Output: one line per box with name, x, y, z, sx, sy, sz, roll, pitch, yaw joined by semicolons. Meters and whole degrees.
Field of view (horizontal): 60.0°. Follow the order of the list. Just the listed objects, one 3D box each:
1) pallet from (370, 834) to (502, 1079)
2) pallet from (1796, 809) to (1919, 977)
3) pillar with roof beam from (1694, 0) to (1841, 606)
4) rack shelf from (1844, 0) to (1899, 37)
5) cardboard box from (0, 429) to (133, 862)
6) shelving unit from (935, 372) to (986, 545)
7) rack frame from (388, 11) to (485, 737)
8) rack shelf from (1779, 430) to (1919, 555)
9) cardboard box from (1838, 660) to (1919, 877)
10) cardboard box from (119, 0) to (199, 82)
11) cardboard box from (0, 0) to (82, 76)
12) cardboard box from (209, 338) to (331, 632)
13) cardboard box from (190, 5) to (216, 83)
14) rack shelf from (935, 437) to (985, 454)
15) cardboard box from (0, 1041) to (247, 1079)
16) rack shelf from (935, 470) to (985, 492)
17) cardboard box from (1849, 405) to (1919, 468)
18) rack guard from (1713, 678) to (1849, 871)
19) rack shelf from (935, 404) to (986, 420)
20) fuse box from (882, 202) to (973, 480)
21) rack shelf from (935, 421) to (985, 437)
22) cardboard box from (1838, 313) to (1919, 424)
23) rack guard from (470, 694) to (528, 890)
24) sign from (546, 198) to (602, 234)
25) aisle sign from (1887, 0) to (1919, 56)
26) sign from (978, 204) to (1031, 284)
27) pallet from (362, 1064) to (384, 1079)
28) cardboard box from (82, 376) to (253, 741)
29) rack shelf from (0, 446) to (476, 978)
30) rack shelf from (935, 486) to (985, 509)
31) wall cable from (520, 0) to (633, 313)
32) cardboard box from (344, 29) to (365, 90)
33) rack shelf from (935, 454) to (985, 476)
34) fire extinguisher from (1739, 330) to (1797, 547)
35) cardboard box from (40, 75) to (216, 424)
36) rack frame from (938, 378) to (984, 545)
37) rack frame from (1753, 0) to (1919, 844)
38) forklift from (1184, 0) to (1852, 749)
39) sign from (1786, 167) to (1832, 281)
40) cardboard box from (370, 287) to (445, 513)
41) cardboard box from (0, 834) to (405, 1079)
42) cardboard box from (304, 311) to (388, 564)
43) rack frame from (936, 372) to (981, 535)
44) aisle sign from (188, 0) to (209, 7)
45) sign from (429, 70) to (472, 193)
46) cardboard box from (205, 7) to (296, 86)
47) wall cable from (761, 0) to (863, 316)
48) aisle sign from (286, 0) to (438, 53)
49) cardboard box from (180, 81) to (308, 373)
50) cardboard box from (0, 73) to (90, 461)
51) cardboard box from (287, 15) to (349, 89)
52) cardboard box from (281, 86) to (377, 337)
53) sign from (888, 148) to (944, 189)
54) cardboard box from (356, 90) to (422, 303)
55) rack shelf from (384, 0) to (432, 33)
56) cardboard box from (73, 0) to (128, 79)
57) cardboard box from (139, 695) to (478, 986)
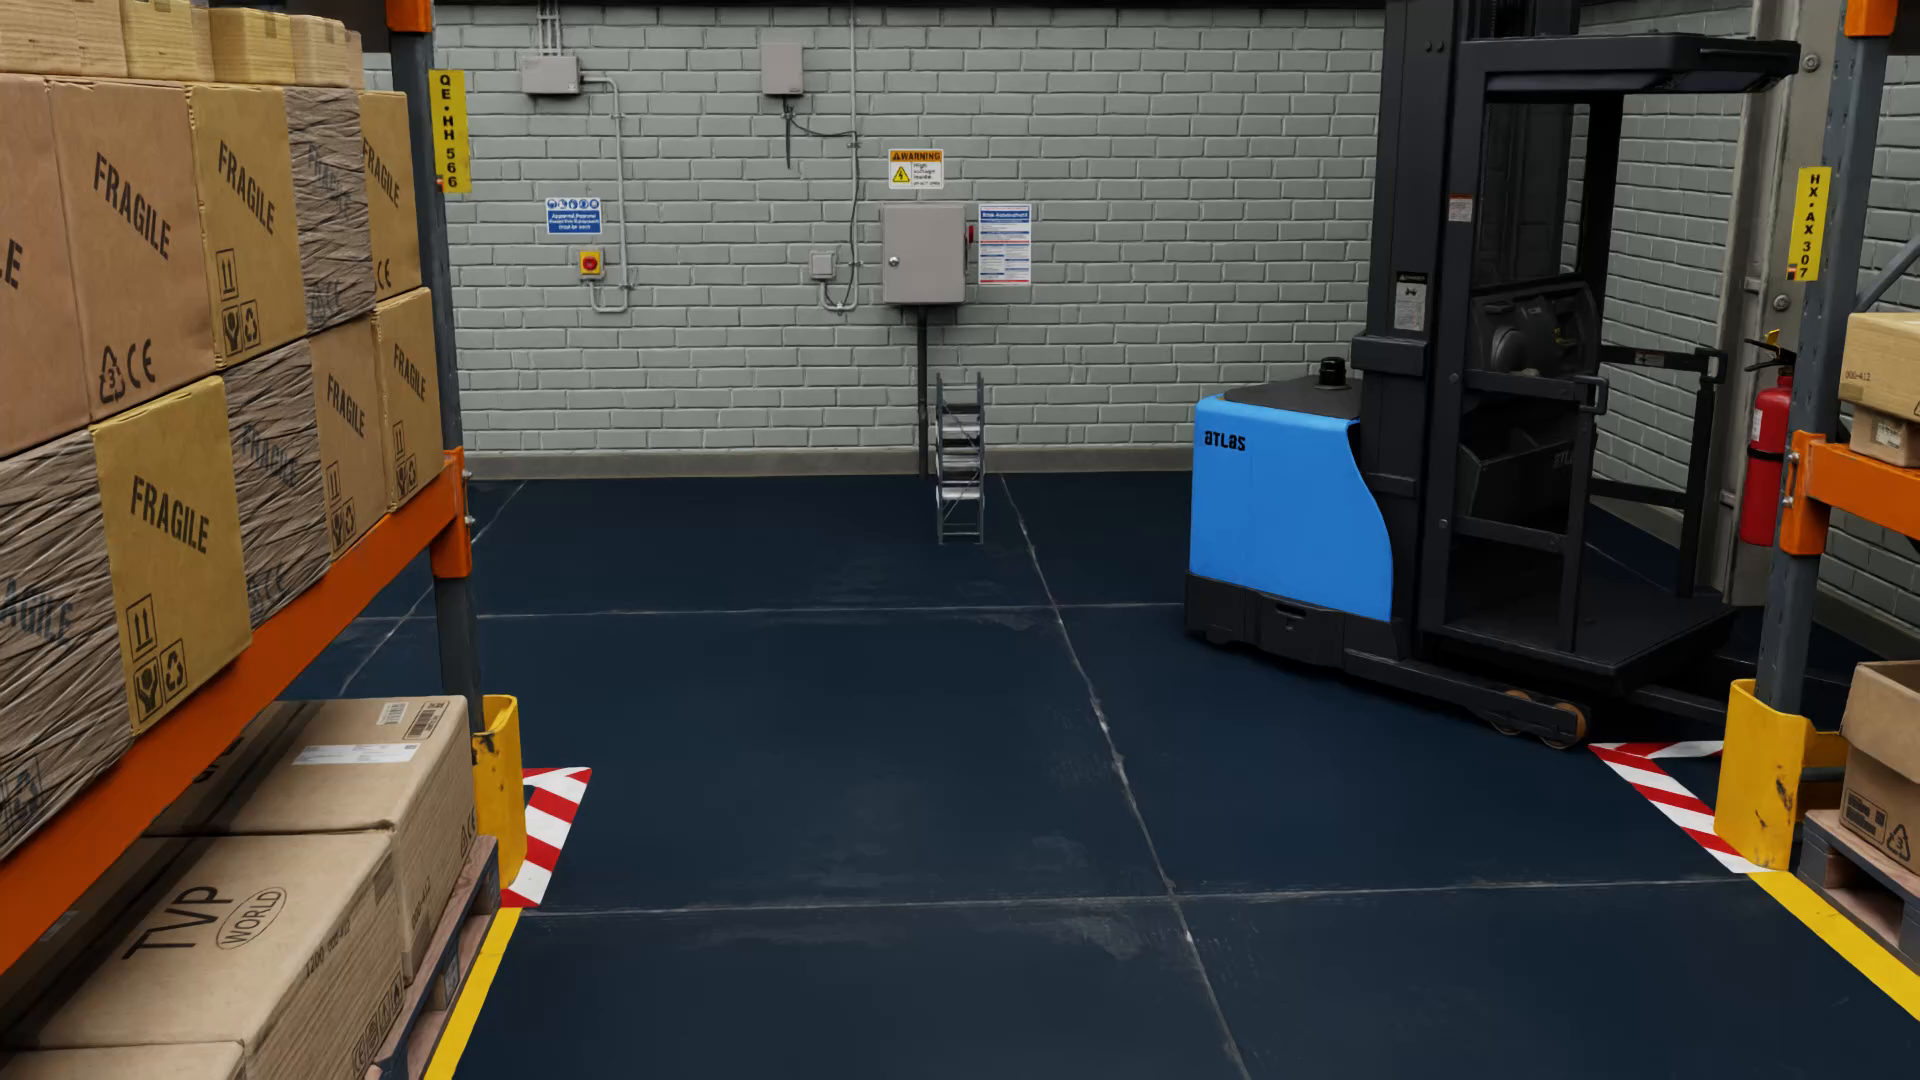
pallet;-1.807;1.116;4.267;1.003;0.211;1.213;-1;14;-3
pallet;3.074;1.058;4.492;1.003;0.211;1.213;-1;14;-3
pillar with roof beam;-0.545;-4.033;6.643;9.100;9.000;0.400;-1;14;-3
rack shelf;3.143;-1.117;2.771;1.077;0.370;4.000;-1;14;-3
cardboard box;-1.506;0.144;2.245;0.500;0.500;0.500;-1;14;-3
shelving unit;-0.001;-0.438;8.922;0.258;0.900;0.210;-1;14;-3
rack frame;-1.935;-0.432;4.687;1.000;3.000;0.127;-1;14;-3
rack shelf;3.143;0.336;3.145;1.077;0.370;4.000;-1;14;-3
cardboard box;2.963;0.649;4.651;0.797;0.503;0.637;-1;15;-6
cardboard box;-1.579;-0.877;2.904;0.380;0.149;0.250;-1;14;-2
cardboard box;-1.523;-0.746;2.397;0.380;0.149;0.250;-1;14;-3
cardboard box;-1.583;-0.112;3.242;0.500;0.500;0.500;0;14;-2
cardboard box;-1.653;-0.938;3.143;0.380;0.149;0.250;-1;14;-4
rack shelf;-0.001;-0.493;8.908;0.258;0.077;0.200;-1;14;-3
cardboard box;-1.675;1.219;2.566;0.875;0.438;0.875;-1;14;-5
rack shelf;-0.001;-0.318;8.953;0.258;0.077;0.200;-1;14;-3
cardboard box;2.766;-0.302;4.686;0.380;0.149;0.250;-1;14;-4
rack guard;3.024;0.719;5.227;1.175;0.500;0.348;-1;14;-3
rack shelf;-0.001;-0.667;8.863;0.258;0.077;0.200;-1;14;-3
fuse box;-0.202;-1.207;10.282;0.539;1.711;0.414;-1;14;-3
rack shelf;-0.001;-0.580;8.886;0.258;0.077;0.200;-1;14;-3
cardboard box;2.779;-0.464;4.516;0.500;0.250;0.500;-1;14;-3
rack guard;-1.936;0.772;5.022;1.175;0.500;0.348;-1;14;-3
sign;-2.359;-1.980;10.159;0.327;0.218;0.001;-1;14;-3
aisle sign;2.722;-1.781;4.713;0.394;0.787;0.004;-1;14;-3
sign;0.279;-1.844;10.363;0.329;0.494;0.001;-1;14;-3
pallet;-1.734;1.418;3.090;1.003;0.211;1.213;-1;14;-3
cardboard box;-1.538;0.016;2.743;0.500;0.500;0.500;0;14;-2
rack shelf;-1.811;0.413;2.844;1.077;0.370;4.000;-1;14;-3
rack shelf;-0.001;-0.231;8.975;0.258;0.077;0.200;-1;14;-3
wall cable;-2.307;-2.342;10.006;0.585;1.953;0.123;-1;14;-3
cardboard box;-1.712;-1.193;4.135;0.380;0.149;0.250;-1;14;-3
rack shelf;-0.001;-0.406;8.930;0.258;0.077;0.200;-1;14;-3
fire extinguisher;2.549;-0.321;5.159;0.296;0.674;0.183;-1;14;-3
cardboard box;-1.549;-0.471;2.631;0.500;0.500;0.500;-1;14;-4
rack frame;0.006;-0.413;8.824;0.240;0.900;0.006;-1;14;-3
rack frame;3.019;-0.510;4.989;1.000;3.000;0.127;-1;14;-3
forklift;2.365;-0.801;6.259;1.130;2.935;3.031;-13;20;-42
sign;2.478;-0.921;4.848;0.100;0.325;0.005;-1;14;-3
cardboard box;-1.640;-0.365;4.224;0.500;0.500;0.500;-1;14;-3
cardboard box;-1.729;0.995;3.438;0.875;0.438;0.875;0;14;-2
cardboard box;-1.624;-0.240;3.738;0.500;0.500;0.500;-1;14;-5
rack frame;-0.007;-0.463;9.020;0.240;0.900;0.006;-1;14;-3
aisle sign;-2.228;-1.705;4.416;0.394;0.787;0.004;-1;14;-3
sign;-1.392;-1.113;4.533;0.100;0.325;0.005;-1;14;-3
cardboard box;-1.598;-1.004;3.400;0.380;0.149;0.250;-1;14;-2
wall cable;-0.892;-2.351;10.106;0.588;1.984;0.122;-1;14;-3
aisle sign;-1.630;-1.714;4.452;0.394;0.787;0.004;-1;14;-3
cardboard box;-1.578;-0.596;3.117;0.500;0.500;0.500;-1;14;-4
cardboard box;-1.520;-0.346;2.143;0.500;0.500;0.500;-1;14;-2
cardboard box;-1.573;-1.067;3.646;0.380;0.149;0.250;-1;14;-4
cardboard box;-1.605;-0.719;3.595;0.500;0.500;0.500;-1;14;-3
sign;-0.270;-2.281;10.215;0.339;0.242;0.001;-1;14;-3
cardboard box;-1.667;-0.849;4.099;0.500;0.500;0.500;0;14;-2
rack shelf;-1.811;-1.039;2.470;1.077;0.370;4.000;-1;14;-3
cardboard box;-1.581;-0.811;2.650;0.380;0.149;0.250;0;14;-2
cardboard box;-1.794;0.768;4.322;0.875;0.438;0.875;-1;14;-5
